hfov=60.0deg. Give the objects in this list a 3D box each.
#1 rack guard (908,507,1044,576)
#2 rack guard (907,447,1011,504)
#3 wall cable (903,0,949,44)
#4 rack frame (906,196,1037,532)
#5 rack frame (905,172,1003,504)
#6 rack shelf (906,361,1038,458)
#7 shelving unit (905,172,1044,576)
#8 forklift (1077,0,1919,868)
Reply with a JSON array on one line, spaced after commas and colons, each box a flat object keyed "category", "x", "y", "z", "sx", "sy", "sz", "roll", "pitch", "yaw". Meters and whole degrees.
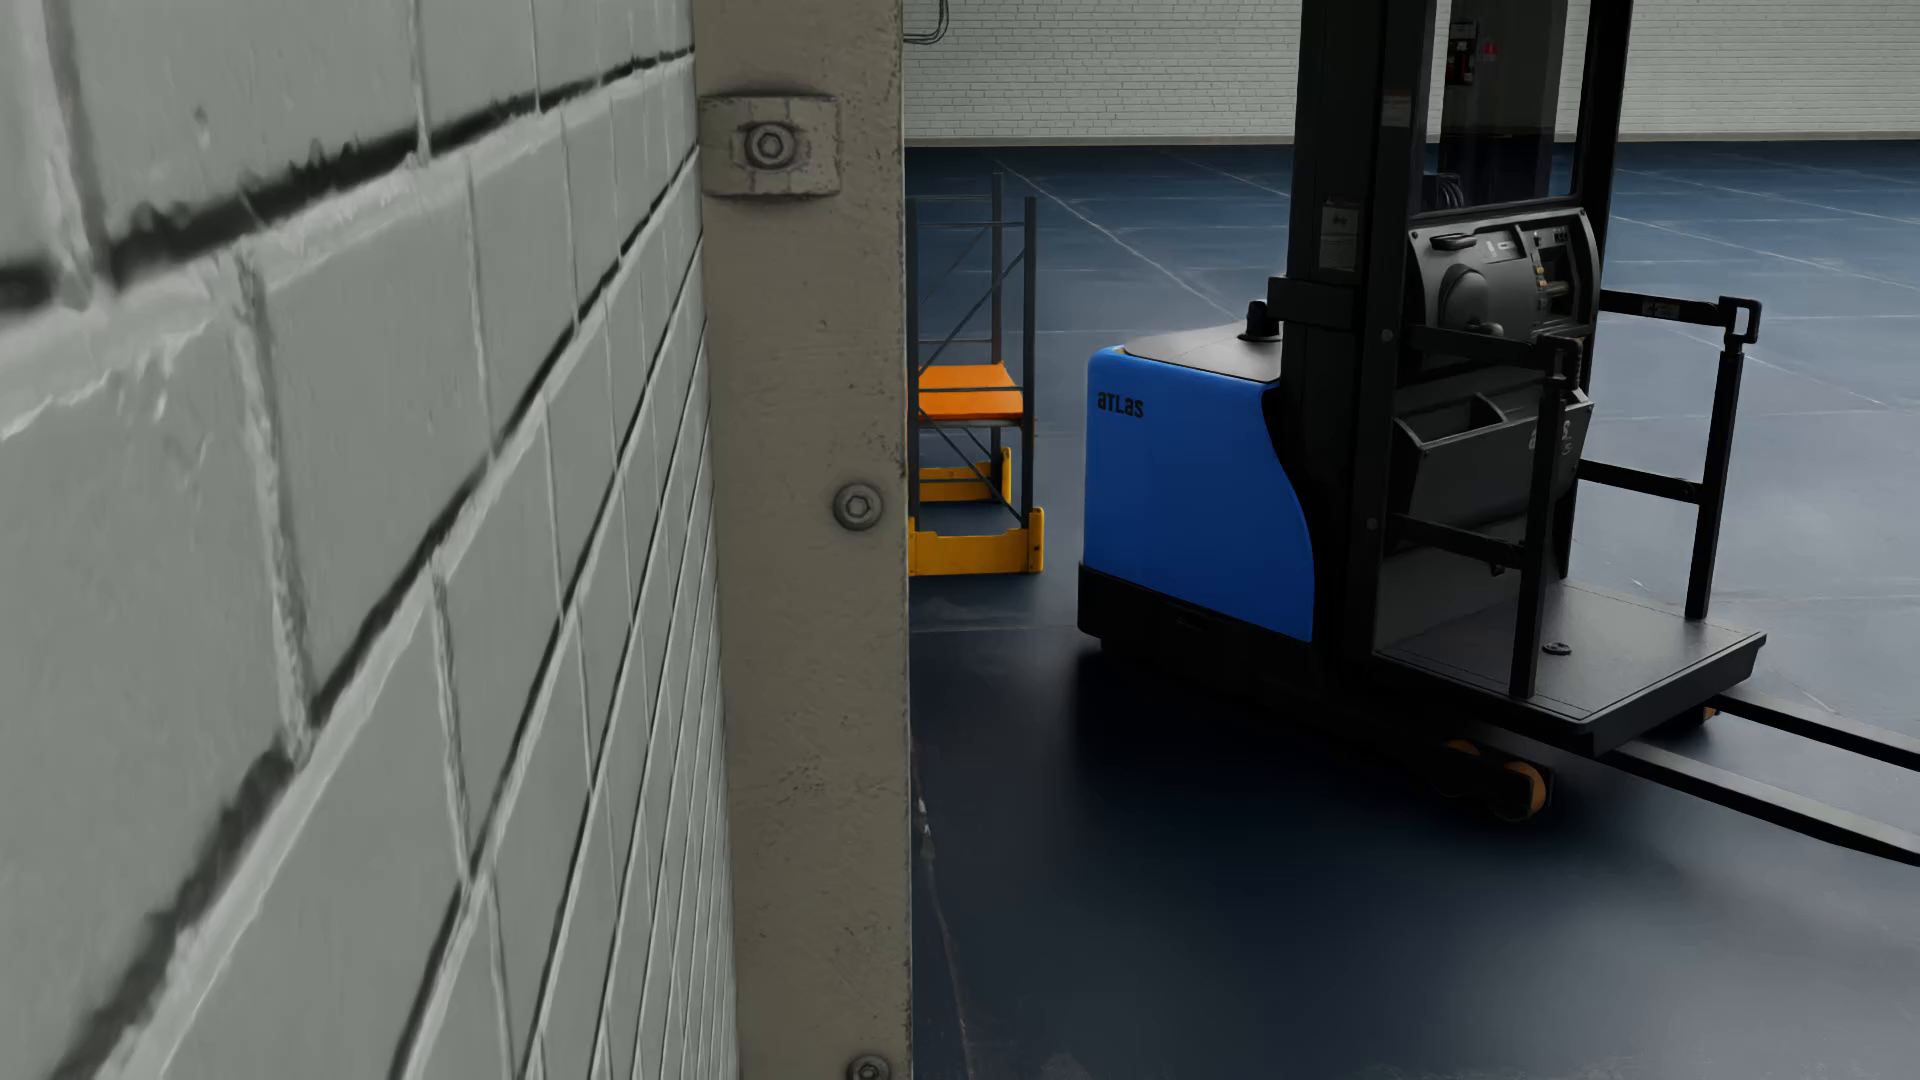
[{"category": "rack guard", "x": 0.043, "y": 0.006, "z": 6.739, "sx": 0.587, "sy": 0.250, "sz": 0.087, "roll": -2, "pitch": 18, "yaw": -6}, {"category": "rack guard", "x": -0.059, "y": -0.290, "z": 7.685, "sx": 0.587, "sy": 0.250, "sz": 0.087, "roll": -2, "pitch": 18, "yaw": -6}, {"category": "wall cable", "x": -1.720, "y": -9.638, "z": 28.036, "sx": 3.097, "sy": 2.526, "sz": 0.112, "roll": -2, "pitch": 18, "yaw": -6}, {"category": "rack frame", "x": 0.044, "y": -0.590, "z": 6.551, "sx": 0.500, "sy": 1.500, "sz": 0.032, "roll": -2, "pitch": 18, "yaw": -6}, {"category": "rack frame", "x": -0.061, "y": -0.892, "z": 7.516, "sx": 0.500, "sy": 1.500, "sz": 0.032, "roll": -2, "pitch": 18, "yaw": -6}, {"category": "rack shelf", "x": -0.009, "y": -0.569, "z": 7.087, "sx": 0.538, "sy": 0.185, "sz": 1.000, "roll": -2, "pitch": 18, "yaw": -6}, {"category": "shelving unit", "x": -0.008, "y": -0.738, "z": 7.025, "sx": 0.587, "sy": 1.500, "sz": 1.083, "roll": -2, "pitch": 18, "yaw": -6}, {"category": "forklift", "x": 1.756, "y": -0.780, "z": 4.767, "sx": 1.130, "sy": 2.935, "sz": 3.031, "roll": -14, "pitch": 22, "yaw": -38}]
